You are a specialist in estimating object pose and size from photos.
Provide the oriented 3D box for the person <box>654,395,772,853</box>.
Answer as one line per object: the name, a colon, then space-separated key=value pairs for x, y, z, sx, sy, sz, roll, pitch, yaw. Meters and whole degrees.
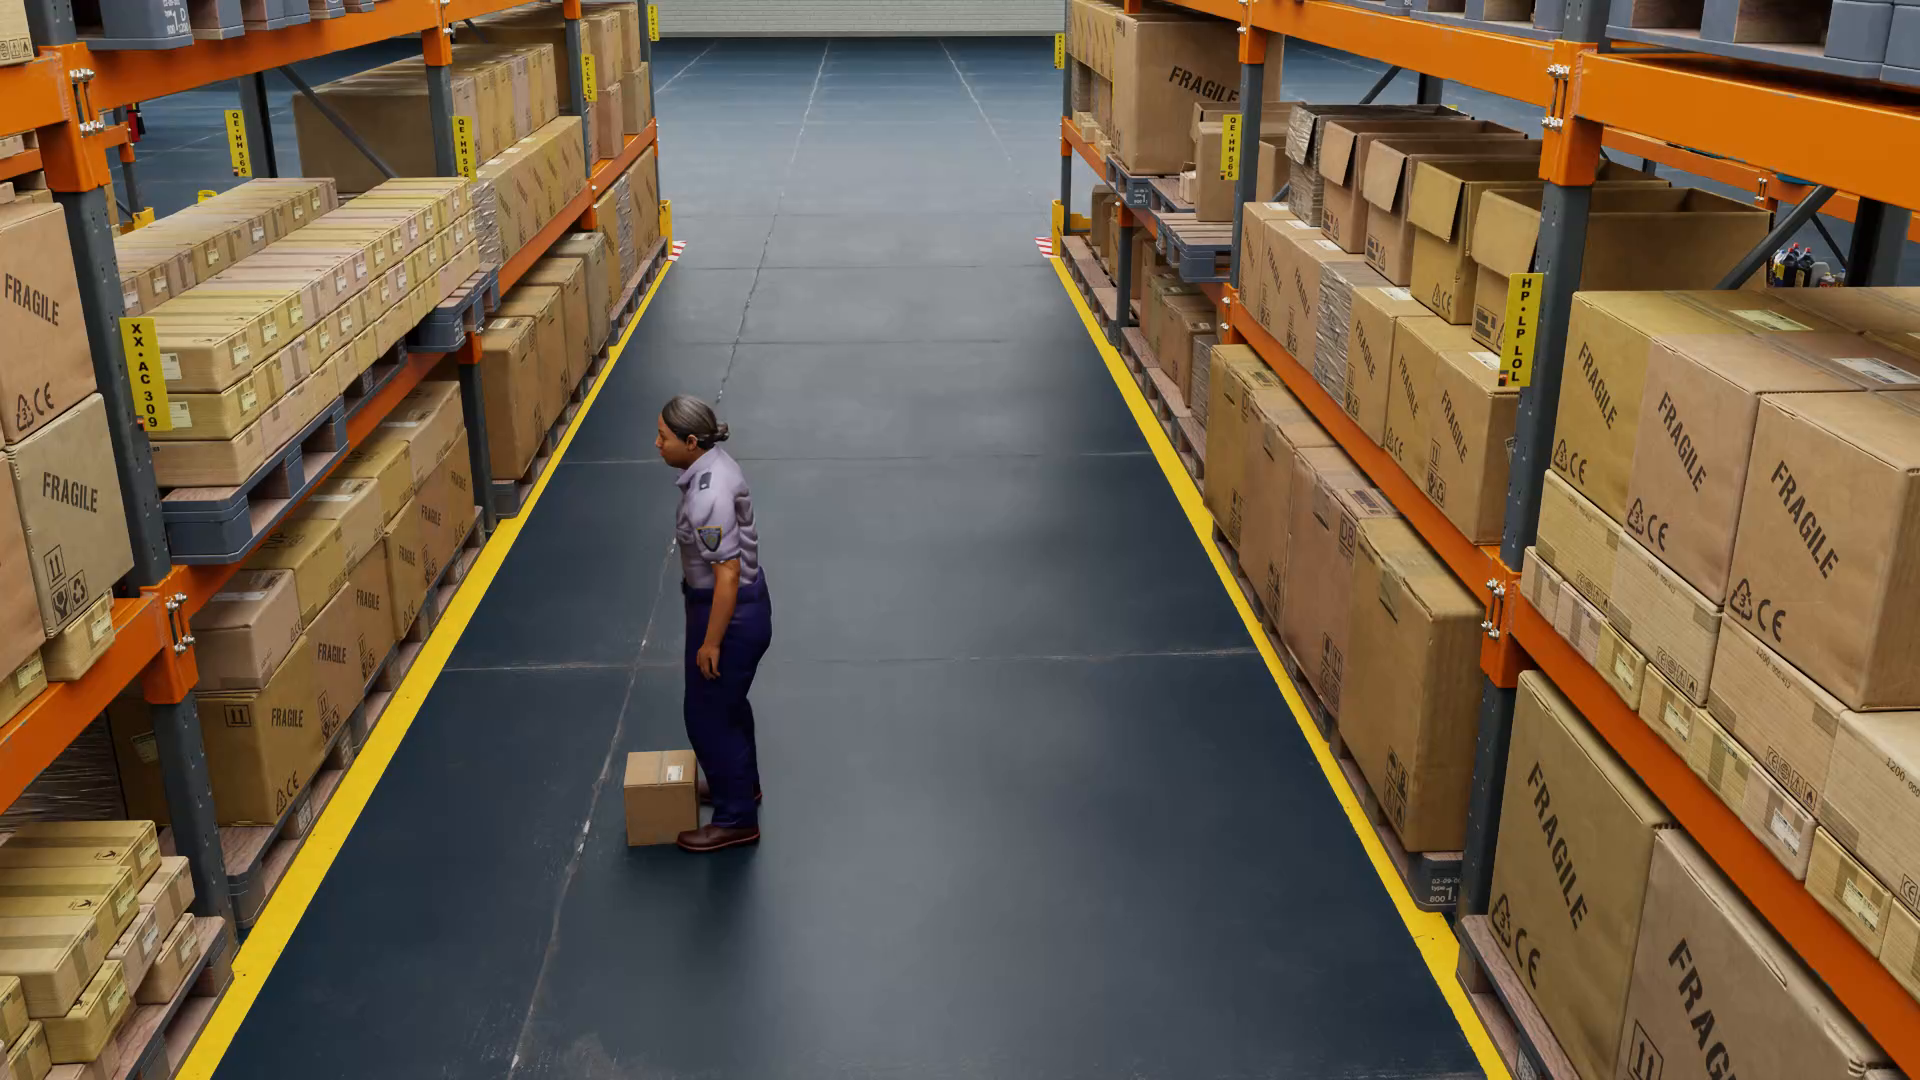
person: x=-0.851 y=0.283 z=5.854 sx=0.374 sy=1.637 sz=0.564 roll=-2 pitch=21 yaw=-6
